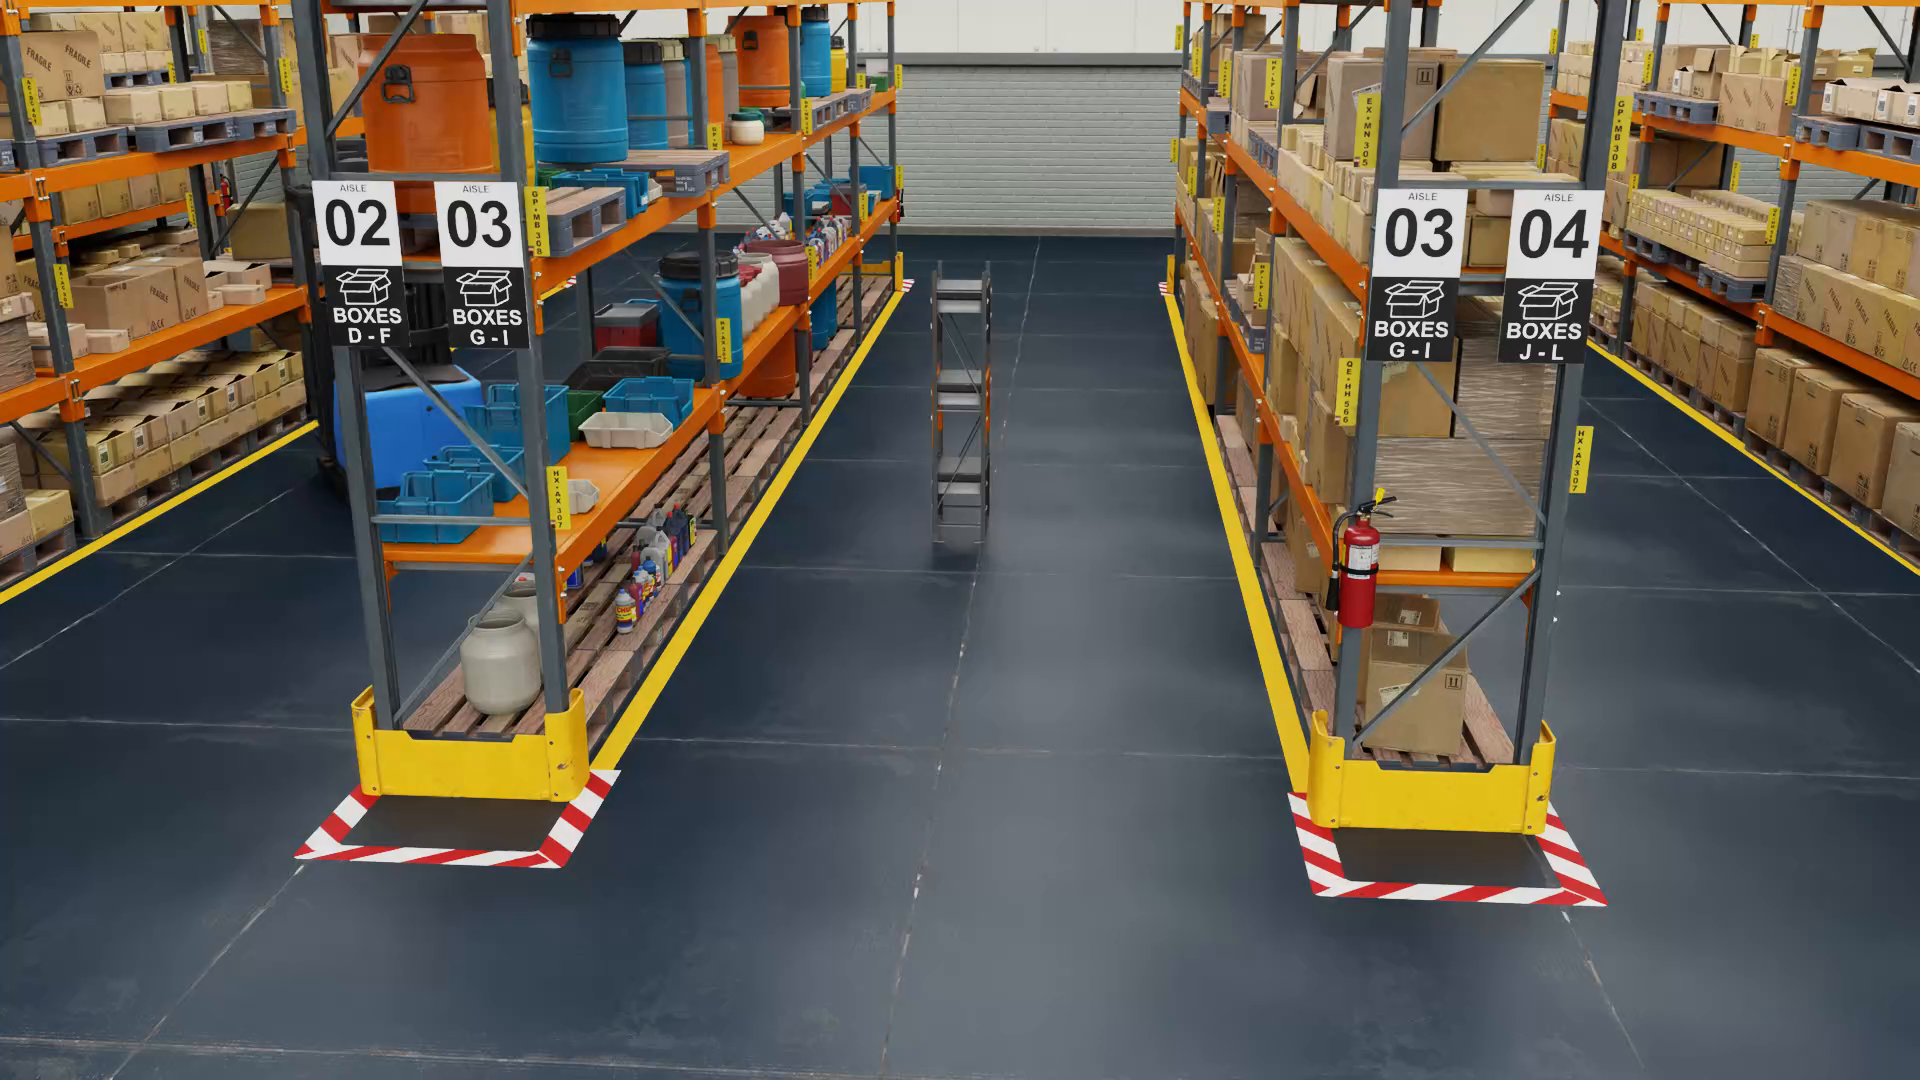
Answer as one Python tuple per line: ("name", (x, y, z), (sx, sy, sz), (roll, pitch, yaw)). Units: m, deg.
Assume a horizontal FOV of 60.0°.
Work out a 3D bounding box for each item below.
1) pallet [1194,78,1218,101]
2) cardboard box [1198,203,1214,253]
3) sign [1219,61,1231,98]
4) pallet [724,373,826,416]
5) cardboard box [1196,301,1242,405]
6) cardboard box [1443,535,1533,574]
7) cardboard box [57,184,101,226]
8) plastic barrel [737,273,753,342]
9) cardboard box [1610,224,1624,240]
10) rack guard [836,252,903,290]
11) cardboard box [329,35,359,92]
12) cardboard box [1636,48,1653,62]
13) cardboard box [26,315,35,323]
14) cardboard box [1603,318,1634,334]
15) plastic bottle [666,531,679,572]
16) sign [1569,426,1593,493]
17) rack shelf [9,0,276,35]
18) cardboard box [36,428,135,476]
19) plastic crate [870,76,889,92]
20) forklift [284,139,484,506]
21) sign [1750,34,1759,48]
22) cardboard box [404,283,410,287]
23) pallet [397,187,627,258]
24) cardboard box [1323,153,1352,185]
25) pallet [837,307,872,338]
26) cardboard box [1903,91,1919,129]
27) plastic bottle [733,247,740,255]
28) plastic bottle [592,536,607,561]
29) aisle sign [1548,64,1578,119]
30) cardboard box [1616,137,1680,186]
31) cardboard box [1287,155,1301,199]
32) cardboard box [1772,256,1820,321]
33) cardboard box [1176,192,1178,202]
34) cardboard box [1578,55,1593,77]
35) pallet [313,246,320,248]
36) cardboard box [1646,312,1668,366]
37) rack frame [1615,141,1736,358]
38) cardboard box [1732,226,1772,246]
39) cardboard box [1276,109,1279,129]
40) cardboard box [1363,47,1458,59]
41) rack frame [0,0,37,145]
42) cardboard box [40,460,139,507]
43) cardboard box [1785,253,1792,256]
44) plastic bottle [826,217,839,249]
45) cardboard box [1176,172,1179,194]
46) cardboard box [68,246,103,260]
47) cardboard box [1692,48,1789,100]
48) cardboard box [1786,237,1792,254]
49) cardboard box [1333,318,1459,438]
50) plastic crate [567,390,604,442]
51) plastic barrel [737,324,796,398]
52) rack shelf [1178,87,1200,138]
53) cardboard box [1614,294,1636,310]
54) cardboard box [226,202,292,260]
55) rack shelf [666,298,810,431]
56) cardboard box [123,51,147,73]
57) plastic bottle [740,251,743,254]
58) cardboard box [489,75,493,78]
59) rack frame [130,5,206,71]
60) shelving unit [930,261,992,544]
("pallet", (3.318, -5.345, 19.744), (1.003, 0.211, 1.213), (1, 18, 4))
("cardboard box", (2.931, -3.462, 18.511), (0.500, 0.500, 0.500), (1, 18, 4))
("sign", (2.409, -4.189, 15.116), (0.100, 0.325, 0.005), (1, 18, 4))
("pallet", (-1.963, -1.497, 17.153), (1.003, 0.211, 1.213), (1, 18, 4))
("cardboard box", (3.032, -1.869, 16.549), (1.225, 0.875, 0.875), (0, 18, 1))
("cardboard box", (2.647, 0.055, 8.341), (0.380, 0.149, 0.250), (1, 18, 4))
("cardboard box", (-11.518, -4.350, 20.901), (0.980, 0.700, 0.700), (2, 18, 5))
("plastic barrel", (-1.925, -1.919, 13.743), (0.433, 0.535, 0.433), (0, 18, 0))
("cardboard box", (7.885, -3.623, 19.566), (0.380, 0.149, 0.250), (1, 18, 2))
("rack guard", (-1.416, -3.881, 23.964), (1.175, 0.500, 0.348), (1, 18, 4))
("cardboard box", (-6.834, -5.081, 17.800), (0.600, 0.600, 0.600), (1, 18, 2))
("cardboard box", (7.947, -5.533, 18.972), (0.380, 0.149, 0.250), (2, 18, 5))
("cardboard box", (-7.326, -1.659, 13.385), (0.396, 0.266, 0.258), (1, 18, 3))
("cardboard box", (7.877, -2.540, 19.762), (0.380, 0.149, 0.250), (2, 18, 5))
("plastic bottle", (-2.008, 0.065, 11.562), (0.061, 0.283, 0.133), (3, 18, 8))
("sign", (2.930, -0.380, 7.876), (0.100, 0.325, 0.005), (1, 18, 4))
("rack shelf", (-7.062, -4.386, 13.654), (1.077, 0.370, 4.000), (1, 18, 4))
("cardboard box", (-6.927, -0.728, 13.168), (0.500, 0.311, 0.500), (1, 18, 4))
("plastic crate", (-1.191, -6.073, 22.163), (0.450, 0.188, 0.336), (1, 18, 4))
("forklift", (-5.014, -1.971, 14.231), (1.130, 2.935, 3.031), (-10, 21, -28))
("sign", (8.742, -5.413, 18.345), (0.100, 0.325, 0.005), (1, 18, 4))
("cardboard box", (-6.910, -2.807, 19.979), (0.500, 0.500, 0.500), (0, 18, 1))
("pallet", (-2.395, -1.682, 8.725), (1.003, 0.211, 1.213), (1, 18, 4))
("cardboard box", (2.198, -2.022, 9.059), (0.380, 0.149, 0.250), (0, 18, 1))
("pallet", (-1.678, -2.723, 20.893), (1.003, 0.211, 1.213), (1, 18, 4))
("cardboard box", (7.521, -3.261, 12.548), (0.500, 0.311, 0.500), (1, 18, 2))
("plastic bottle", (-2.304, -2.878, 17.097), (0.097, 0.271, 0.097), (0, 18, 0))
("plastic bottle", (-2.593, -0.040, 11.774), (0.144, 0.351, 0.185), (1, 18, 4))
("aisle sign", (8.181, -6.073, 22.465), (0.394, 0.787, 0.004), (1, 18, 4))
("cardboard box", (7.953, -4.382, 19.235), (0.500, 0.500, 0.500), (1, 18, 2))
("cardboard box", (2.354, -2.279, 10.485), (0.500, 0.250, 0.500), (1, 18, 3))
("cardboard box", (7.600, -2.238, 14.774), (0.500, 0.500, 0.500), (1, 18, 5))
("cardboard box", (3.181, -4.728, 22.939), (0.380, 0.149, 0.250), (1, 18, 5))
("cardboard box", (8.100, -5.951, 20.887), (0.500, 0.250, 0.500), (1, 18, 5))
("pallet", (-6.784, -3.201, 18.183), (1.003, 0.211, 1.213), (1, 18, 4))
("cardboard box", (7.835, -2.190, 18.128), (0.500, 0.500, 0.500), (2, 18, 6))
("rack frame", (8.189, -3.566, 18.989), (1.000, 3.000, 0.127), (1, 18, 4))
("cardboard box", (7.480, -2.849, 15.574), (0.380, 0.149, 0.250), (1, 18, 2))
("cardboard box", (2.710, -3.322, 13.127), (0.380, 0.166, 0.250), (1, 18, 2))
("cardboard box", (2.897, -2.930, 10.789), (0.500, 0.500, 0.500), (1, 18, 2))
("rack frame", (-7.205, -4.297, 11.584), (1.000, 3.000, 0.127), (1, 18, 4))
("cardboard box", (-6.929, -0.458, 13.246), (0.500, 0.250, 0.500), (1, 18, 3))
("cardboard box", (8.173, -2.705, 16.091), (0.380, 0.149, 0.250), (2, 18, 7))
("plastic bottle", (-1.444, -3.445, 18.699), (0.144, 0.351, 0.185), (1, 18, 4))
("cardboard box", (3.232, -4.877, 22.754), (0.500, 0.250, 0.500), (1, 18, 2))
("cardboard box", (-11.572, -3.795, 21.985), (0.380, 0.149, 0.250), (1, 18, 2))
("cardboard box", (7.947, -4.763, 16.985), (0.797, 0.503, 0.637), (1, 18, 3))
("cardboard box", (8.170, -2.858, 16.079), (0.380, 0.149, 0.250), (1, 18, 2))
("cardboard box", (2.181, -0.821, 8.369), (0.500, 0.500, 0.500), (1, 18, 4))
("plastic crate", (-2.644, -0.818, 10.942), (0.450, 0.188, 0.662), (1, 18, 4))
("plastic barrel", (-1.960, -1.897, 16.706), (0.600, 0.830, 0.708), (1, 18, 4))
("rack shelf", (3.392, -5.413, 20.963), (1.077, 0.370, 4.000), (1, 18, 4))
("cardboard box", (7.954, -2.810, 19.629), (0.380, 0.149, 0.250), (2, 18, 5))
("cardboard box", (-6.986, -3.133, 16.833), (0.700, 0.500, 0.500), (-5, 19, -15))
("rack shelf", (-2.122, -1.613, 14.185), (1.077, 0.370, 4.000), (1, 18, 4))
("cardboard box", (-11.143, -6.327, 22.002), (0.500, 0.250, 0.500), (1, 18, 2))
("plastic bottle", (-2.290, -2.906, 17.292), (0.097, 0.201, 0.097), (0, 18, 0))
("cardboard box", (-6.241, -5.896, 21.523), (0.500, 0.250, 0.500), (1, 18, 4))
("rack frame", (-11.286, -8.133, 23.292), (1.000, 3.000, 0.127), (1, 18, 4))
("shelving unit", (0.012, -1.049, 12.753), (0.431, 2.100, 0.503), (1, 18, 4))
